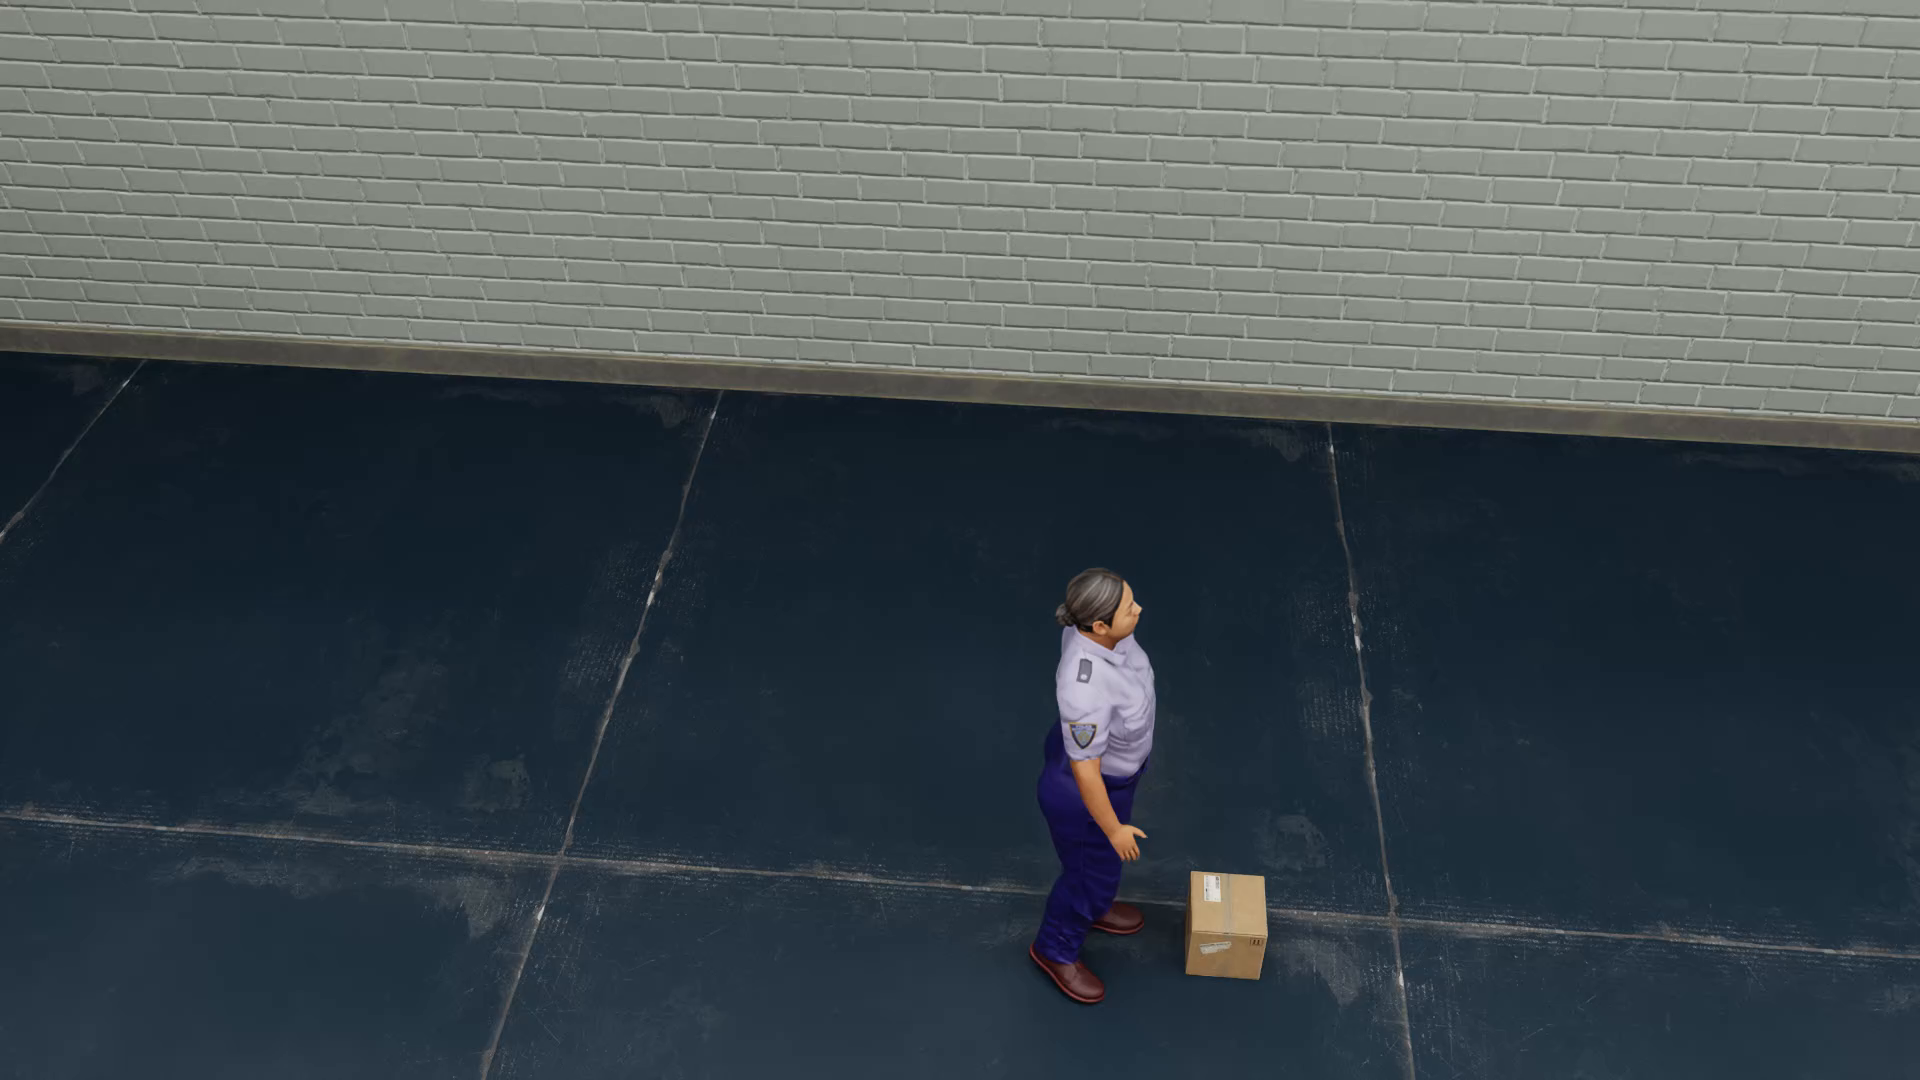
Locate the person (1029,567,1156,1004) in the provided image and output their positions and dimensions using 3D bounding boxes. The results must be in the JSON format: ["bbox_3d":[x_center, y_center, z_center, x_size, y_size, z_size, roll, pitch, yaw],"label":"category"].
[{"bbox_3d":[0.441,0.763,5.247,0.383,1.671,0.533,6,41,8],"label":"person"}]
